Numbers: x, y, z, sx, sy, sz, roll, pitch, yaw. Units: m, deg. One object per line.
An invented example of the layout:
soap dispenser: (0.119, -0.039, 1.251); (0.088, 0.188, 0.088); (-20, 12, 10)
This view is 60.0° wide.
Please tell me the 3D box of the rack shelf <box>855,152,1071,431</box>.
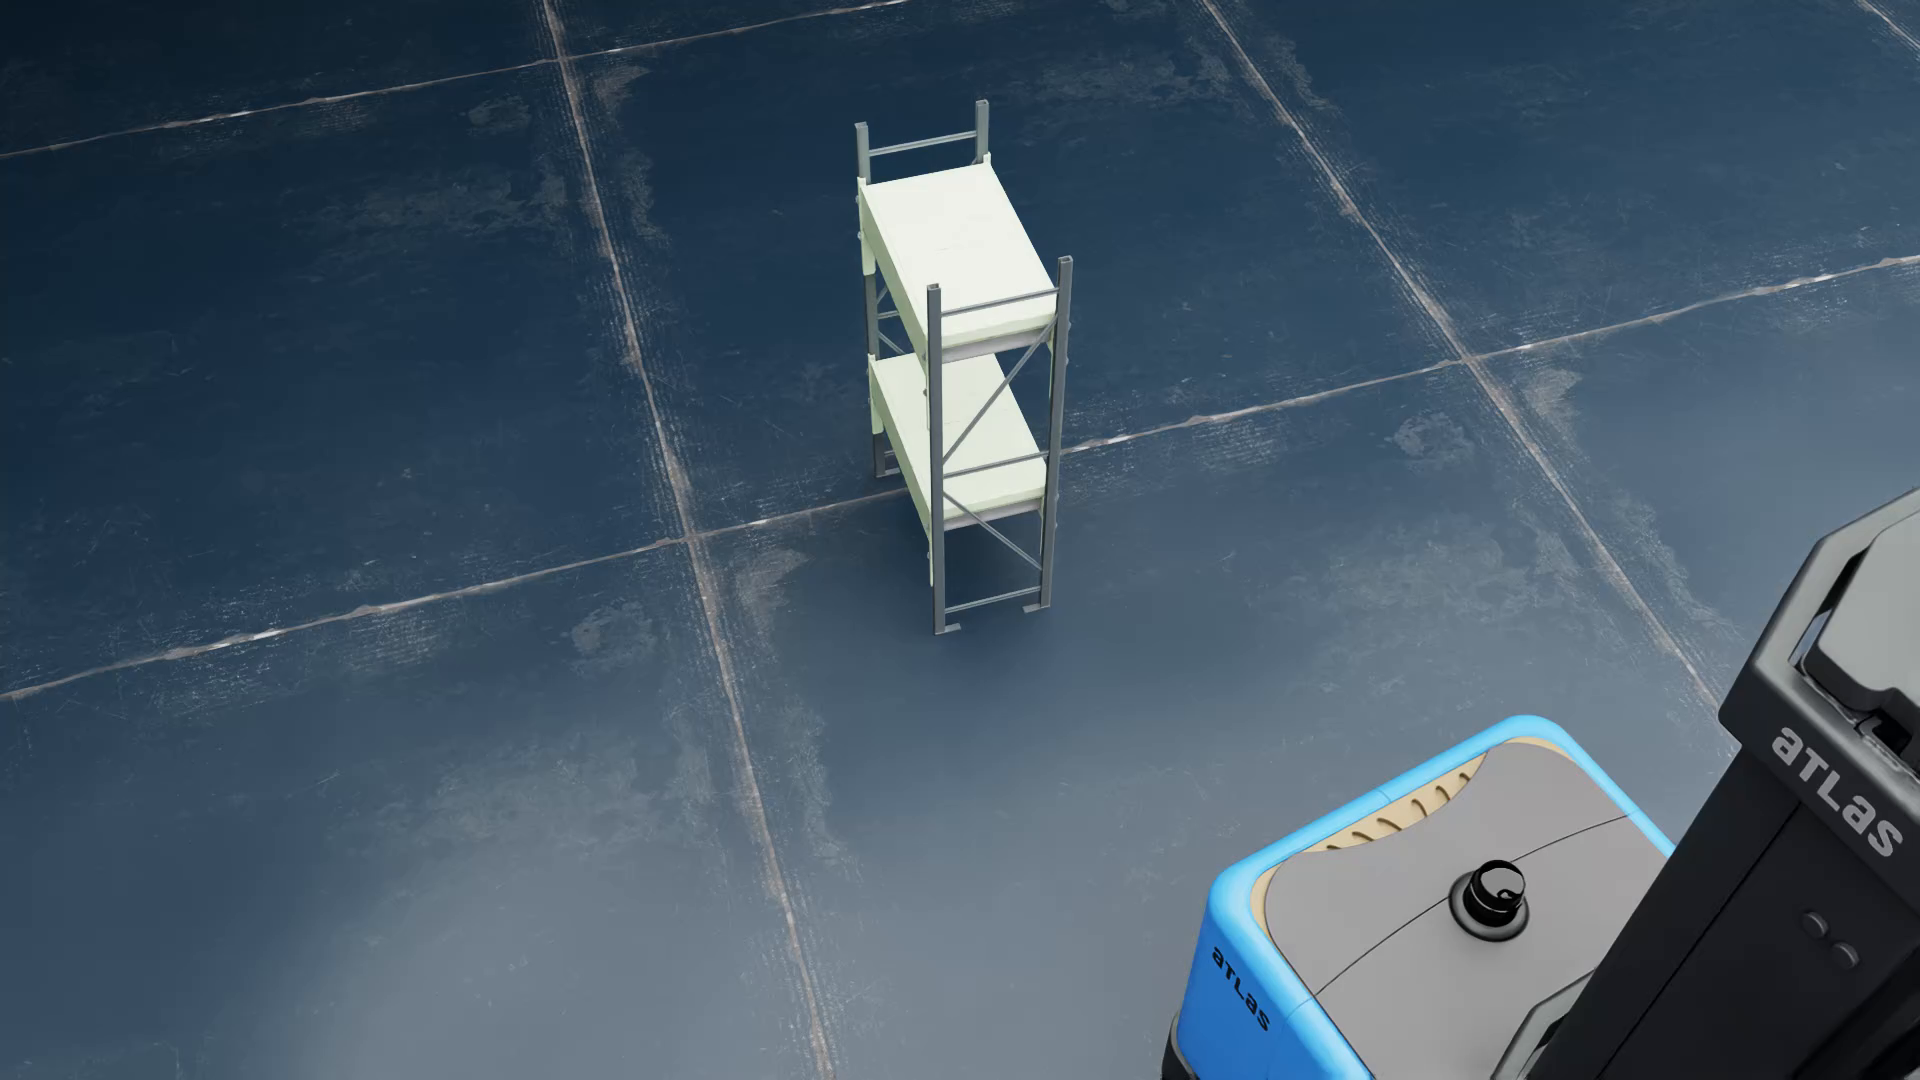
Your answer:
rack shelf: (-0.002, -0.740, 4.882); (0.431, 0.370, 0.720); (-13, 51, -11)

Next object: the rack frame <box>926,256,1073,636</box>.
rack frame: (0.106, -0.221, 4.955); (0.400, 1.500, 0.023); (-13, 51, -11)

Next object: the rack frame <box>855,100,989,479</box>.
rack frame: (-0.110, -0.756, 5.406); (0.400, 1.500, 0.023); (-13, 51, -11)

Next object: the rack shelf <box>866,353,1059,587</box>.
rack shelf: (-0.002, -0.278, 5.430); (0.431, 0.370, 0.720); (-13, 51, -11)

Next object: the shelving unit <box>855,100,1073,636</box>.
shelving unit: (-0.002, -0.488, 5.181); (0.431, 1.500, 0.755); (-13, 51, -11)

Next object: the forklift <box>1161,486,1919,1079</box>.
forklift: (1.702, 1.310, 2.728); (1.130, 2.935, 3.031); (-23, 54, -18)
